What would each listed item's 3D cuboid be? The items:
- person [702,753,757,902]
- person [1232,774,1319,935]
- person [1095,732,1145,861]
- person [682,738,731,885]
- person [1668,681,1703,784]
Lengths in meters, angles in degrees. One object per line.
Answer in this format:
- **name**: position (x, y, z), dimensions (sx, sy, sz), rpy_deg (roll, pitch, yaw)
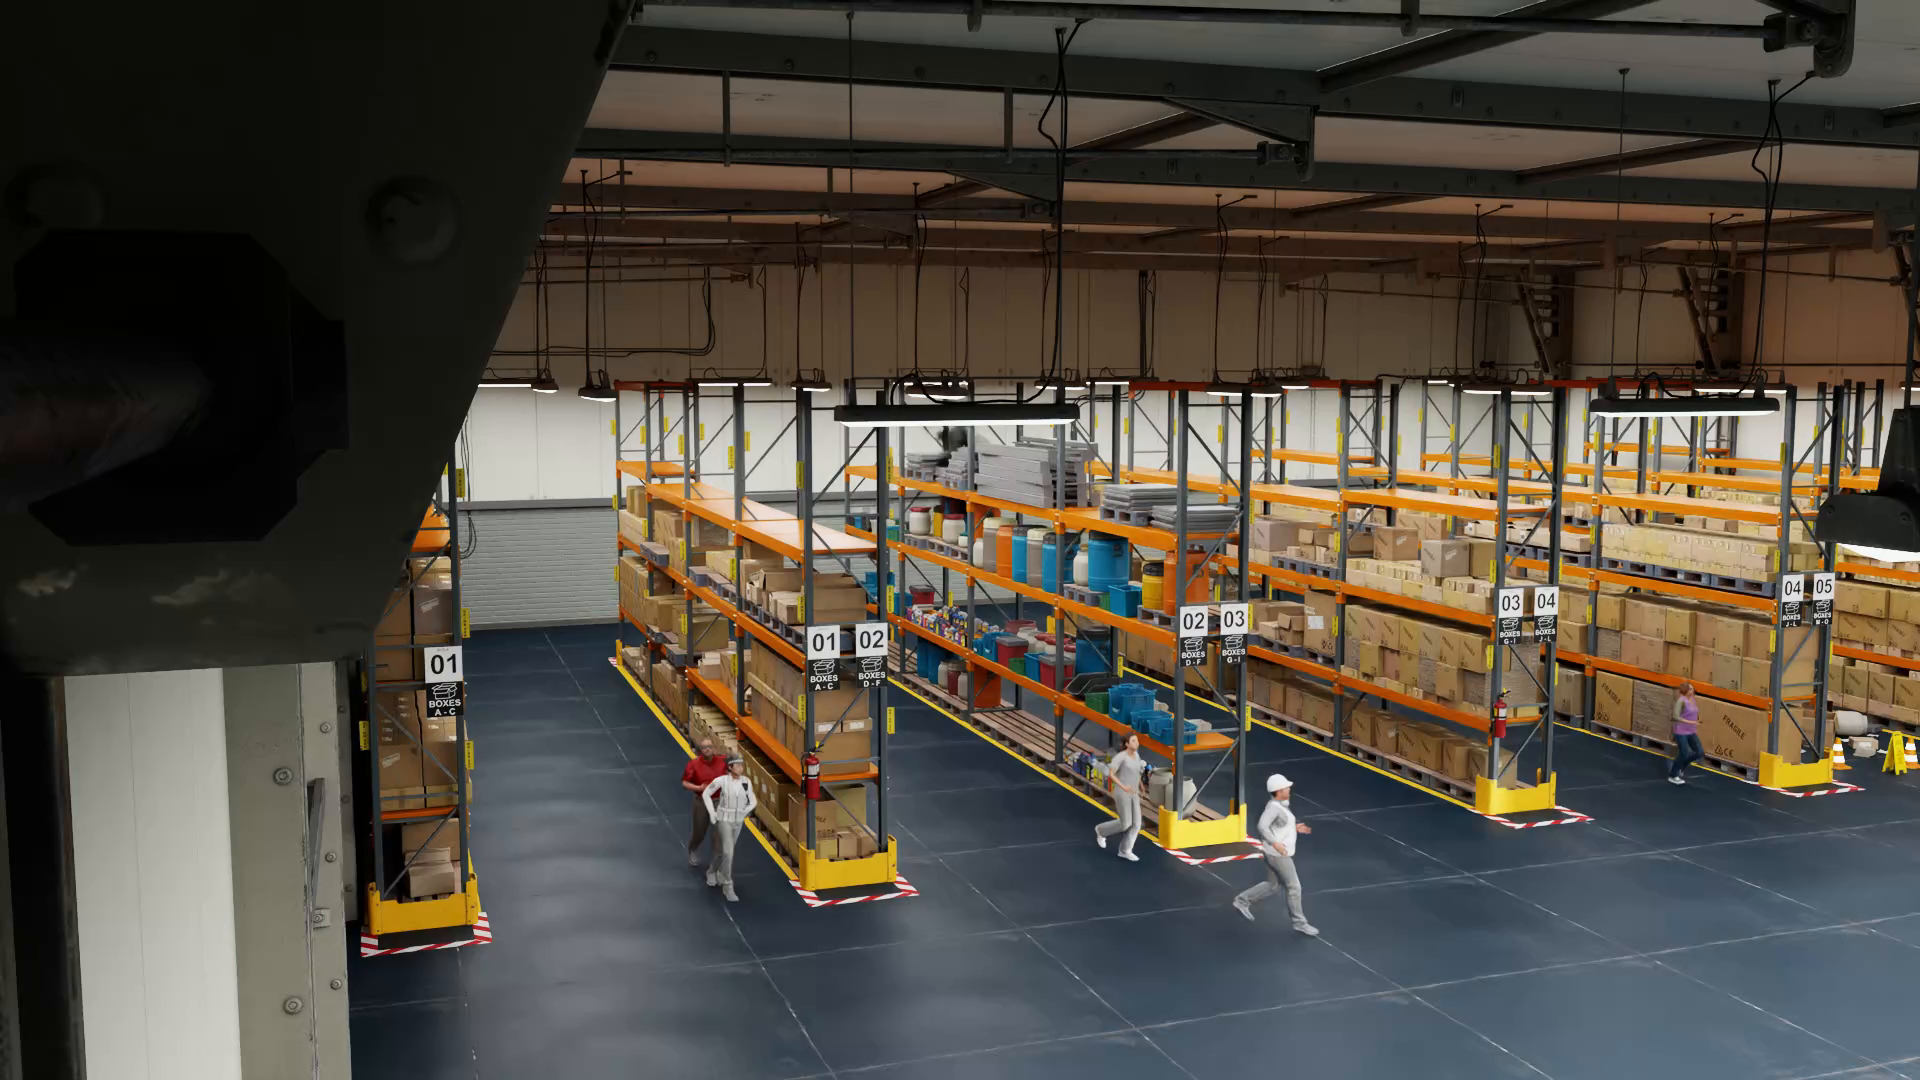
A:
- **person**: position (-2.730, 3.400, 19.957), dimensions (0.605, 1.713, 0.764), rpy_deg (-5, 8, -38)
- **person**: position (3.529, 3.489, 18.527), dimensions (0.954, 1.782, 0.661), rpy_deg (1, 6, 6)
- **person**: position (2.106, 3.267, 21.472), dimensions (0.586, 1.631, 0.647), rpy_deg (-6, 8, -44)
- **person**: position (-3.116, 3.301, 20.625), dimensions (0.671, 1.769, 0.964), rpy_deg (-2, 6, -16)
- **person**: position (10.931, 2.901, 24.966), dimensions (0.549, 1.562, 0.533), rpy_deg (-4, 7, -35)
